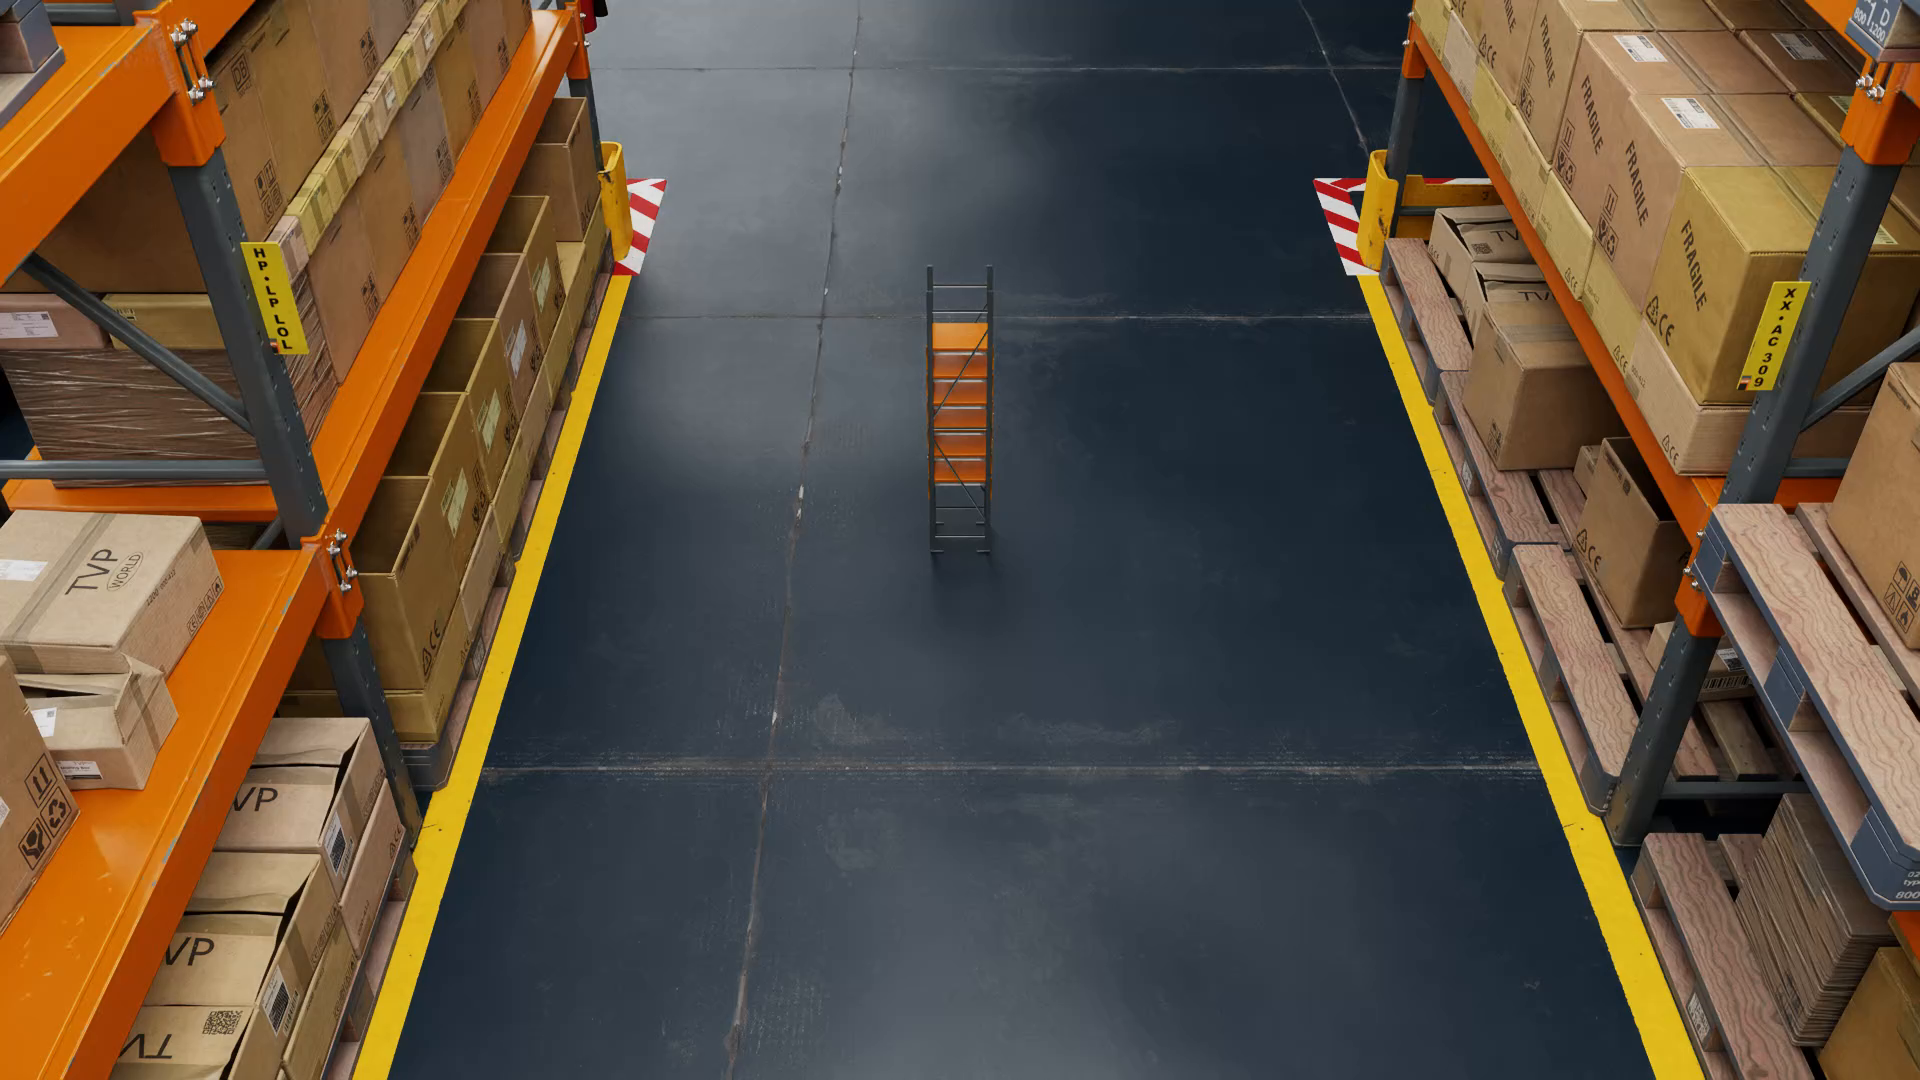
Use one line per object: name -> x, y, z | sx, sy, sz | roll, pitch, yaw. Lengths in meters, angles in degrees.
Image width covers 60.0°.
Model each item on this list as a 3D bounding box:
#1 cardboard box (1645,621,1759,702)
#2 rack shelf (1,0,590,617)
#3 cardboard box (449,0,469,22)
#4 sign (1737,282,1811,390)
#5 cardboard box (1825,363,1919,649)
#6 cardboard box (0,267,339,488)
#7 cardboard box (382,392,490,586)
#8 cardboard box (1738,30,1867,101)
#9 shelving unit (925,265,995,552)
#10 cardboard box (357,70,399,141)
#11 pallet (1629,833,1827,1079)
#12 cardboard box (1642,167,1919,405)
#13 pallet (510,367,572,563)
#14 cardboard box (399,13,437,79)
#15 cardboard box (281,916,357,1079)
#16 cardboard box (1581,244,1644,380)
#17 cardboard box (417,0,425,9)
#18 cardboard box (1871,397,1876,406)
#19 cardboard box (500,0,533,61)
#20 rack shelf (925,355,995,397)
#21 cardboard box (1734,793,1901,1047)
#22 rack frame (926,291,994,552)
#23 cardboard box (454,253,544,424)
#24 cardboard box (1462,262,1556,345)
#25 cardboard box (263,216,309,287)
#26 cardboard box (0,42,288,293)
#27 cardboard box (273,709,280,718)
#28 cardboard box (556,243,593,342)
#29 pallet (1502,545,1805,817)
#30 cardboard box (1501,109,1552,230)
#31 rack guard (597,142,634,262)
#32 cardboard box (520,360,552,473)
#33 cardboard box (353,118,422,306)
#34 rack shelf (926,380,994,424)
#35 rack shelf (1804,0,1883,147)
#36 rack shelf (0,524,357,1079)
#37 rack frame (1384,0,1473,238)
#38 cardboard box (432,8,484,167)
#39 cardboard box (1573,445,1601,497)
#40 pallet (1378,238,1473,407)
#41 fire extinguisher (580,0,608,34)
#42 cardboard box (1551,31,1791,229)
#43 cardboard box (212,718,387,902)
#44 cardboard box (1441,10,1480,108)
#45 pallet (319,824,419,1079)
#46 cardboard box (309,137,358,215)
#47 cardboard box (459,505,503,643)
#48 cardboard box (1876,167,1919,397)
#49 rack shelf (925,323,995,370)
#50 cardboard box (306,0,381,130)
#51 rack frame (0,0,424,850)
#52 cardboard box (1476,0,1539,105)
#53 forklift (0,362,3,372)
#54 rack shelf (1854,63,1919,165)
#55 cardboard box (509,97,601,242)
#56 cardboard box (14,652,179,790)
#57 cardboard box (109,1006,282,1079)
cardboard box -> 2.626, 0.406, 5.759 | 0.380, 0.166, 0.250 | -5, 39, -6
rack shelf -> -2.300, -1.158, 6.371 | 1.077, 0.370, 4.000 | 0, 39, 0
cardboard box -> -2.110, -2.097, 6.370 | 0.380, 0.149, 0.250 | 1, 39, 1
sign -> 2.114, -0.526, 4.316 | 0.100, 0.325, 0.005 | 0, 39, 0
cardboard box -> 2.623, -0.086, 4.027 | 0.700, 0.500, 0.500 | 0, 39, 0
cardboard box -> -2.304, -0.504, 4.901 | 0.700, 0.500, 0.500 | -1, 39, -1
cardboard box -> -1.993, -0.174, 5.832 | 0.500, 0.500, 0.500 | 0, 39, 0
cardboard box -> 2.873, -1.365, 5.559 | 0.500, 0.500, 0.500 | 1, 39, 1
shelving unit -> 0.000, -0.477, 6.386 | 0.258, 1.200, 0.189 | 0, 39, 0
cardboard box -> -2.110, -1.454, 5.567 | 0.380, 0.149, 0.250 | -1, 39, -1
pallet -> 2.659, 1.381, 4.857 | 1.003, 0.211, 1.213 | 0, 39, 0
cardboard box -> 2.346, -0.731, 4.768 | 0.500, 0.500, 0.500 | 0, 39, 0
pallet -> -2.261, -0.362, 7.033 | 1.003, 0.211, 1.213 | 0, 39, 0
cardboard box -> -2.107, -1.772, 5.964 | 0.380, 0.149, 0.250 | -1, 39, -1
cardboard box -> -2.008, 1.297, 4.596 | 0.500, 0.250, 0.500 | -1, 39, -1
cardboard box -> 2.360, -0.750, 5.392 | 0.500, 0.250, 0.500 | 0, 39, 0
cardboard box -> -2.307, -2.265, 6.061 | 0.700, 0.500, 0.500 | 0, 39, 0
cardboard box -> 2.870, -0.437, 5.001 | 0.500, 0.250, 0.500 | 0, 39, 0
cardboard box -> -2.314, -2.436, 7.311 | 0.700, 0.500, 0.500 | 0, 39, 0
rack shelf -> 0.000, -0.630, 6.264 | 0.258, 0.103, 0.180 | 0, 39, 0
cardboard box -> 2.674, 1.070, 4.663 | 0.700, 0.500, 0.500 | 1, 39, 1
rack frame -> 0.000, -0.420, 6.315 | 0.240, 1.200, 0.006 | 0, 39, 0
cardboard box -> -1.989, -0.799, 6.612 | 0.500, 0.500, 0.500 | 0, 39, 0
cardboard box -> 2.563, -1.028, 7.433 | 0.500, 0.311, 0.500 | 3, 39, 4
cardboard box -> -2.105, -0.805, 4.757 | 0.380, 0.149, 0.250 | 0, 39, 1
cardboard box -> -2.304, -1.010, 4.495 | 0.700, 0.500, 0.500 | 0, 39, 0
cardboard box -> -2.517, 0.432, 5.676 | 0.500, 0.250, 0.500 | 0, 39, 0
cardboard box -> -1.993, -1.132, 7.627 | 0.500, 0.250, 0.500 | 0, 39, 0
pallet -> 2.620, 0.475, 5.989 | 1.003, 0.211, 1.213 | 0, 39, 0
cardboard box -> 2.342, -1.379, 6.177 | 0.500, 0.250, 0.500 | 0, 39, 0
rack guard -> -2.302, -1.729, 8.507 | 1.175, 0.500, 0.348 | 0, 39, 0
cardboard box -> -1.992, -0.507, 6.847 | 0.500, 0.250, 0.500 | 0, 39, 0
cardboard box -> -2.308, -1.148, 5.704 | 0.700, 0.500, 0.500 | 1, 39, 1
rack shelf -> 0.000, -0.536, 6.339 | 0.258, 0.103, 0.180 | 0, 39, 0
rack shelf -> 2.654, -2.334, 5.441 | 1.077, 0.370, 4.000 | 0, 39, 0
rack shelf -> -2.295, 1.344, 3.250 | 1.077, 0.370, 4.000 | 0, 39, 0
rack frame -> 2.652, -2.695, 7.714 | 1.000, 3.000, 0.127 | 0, 39, 0
cardboard box -> -2.314, -1.797, 6.514 | 0.700, 0.500, 0.500 | 0, 39, 0
cardboard box -> 2.674, -0.253, 6.595 | 0.380, 0.149, 0.250 | -3, 39, -4
pallet -> 2.617, -1.051, 7.893 | 1.003, 0.211, 1.213 | 0, 39, 0
fire extinguisher -> -1.838, -2.733, 7.824 | 0.296, 0.674, 0.183 | 0, 39, 0
cardboard box -> 2.350, -1.358, 5.550 | 0.500, 0.500, 0.500 | -1, 39, -1
cardboard box -> -2.010, 0.756, 4.823 | 0.500, 0.311, 0.500 | 0, 39, 0
cardboard box -> 2.349, -2.014, 6.969 | 0.500, 0.250, 0.500 | -1, 39, -1
pallet -> -2.258, 1.361, 4.883 | 1.003, 0.211, 1.213 | 0, 39, 0
cardboard box -> -2.108, -1.130, 5.163 | 0.380, 0.149, 0.250 | 0, 39, 0
cardboard box -> -1.990, 0.119, 6.066 | 0.500, 0.250, 0.500 | 0, 39, 0
cardboard box -> 2.864, -0.730, 4.766 | 0.500, 0.500, 0.500 | -1, 39, -1
rack shelf -> 0.000, -0.724, 6.189 | 0.258, 0.103, 0.180 | 0, 39, 0
cardboard box -> -2.306, -1.640, 5.280 | 0.700, 0.500, 0.500 | 0, 39, 0
rack frame -> -2.298, -0.188, 4.586 | 1.000, 3.000, 0.127 | 0, 39, 0
cardboard box -> 2.336, -2.006, 6.359 | 0.500, 0.500, 0.500 | -1, 39, -2
forklift -> -4.604, -2.044, 6.957 | 1.130, 2.935, 3.031 | 2, 39, 2
rack shelf -> 2.658, 0.167, 2.319 | 1.077, 0.370, 4.000 | 0, 39, 0
cardboard box -> -2.004, -1.737, 7.783 | 0.500, 0.500, 0.500 | 0, 39, 0
cardboard box -> -2.113, 0.414, 3.942 | 0.396, 0.266, 0.258 | -1, 39, -1
cardboard box -> -2.005, 1.393, 4.028 | 0.500, 0.311, 0.500 | 0, 39, 0
